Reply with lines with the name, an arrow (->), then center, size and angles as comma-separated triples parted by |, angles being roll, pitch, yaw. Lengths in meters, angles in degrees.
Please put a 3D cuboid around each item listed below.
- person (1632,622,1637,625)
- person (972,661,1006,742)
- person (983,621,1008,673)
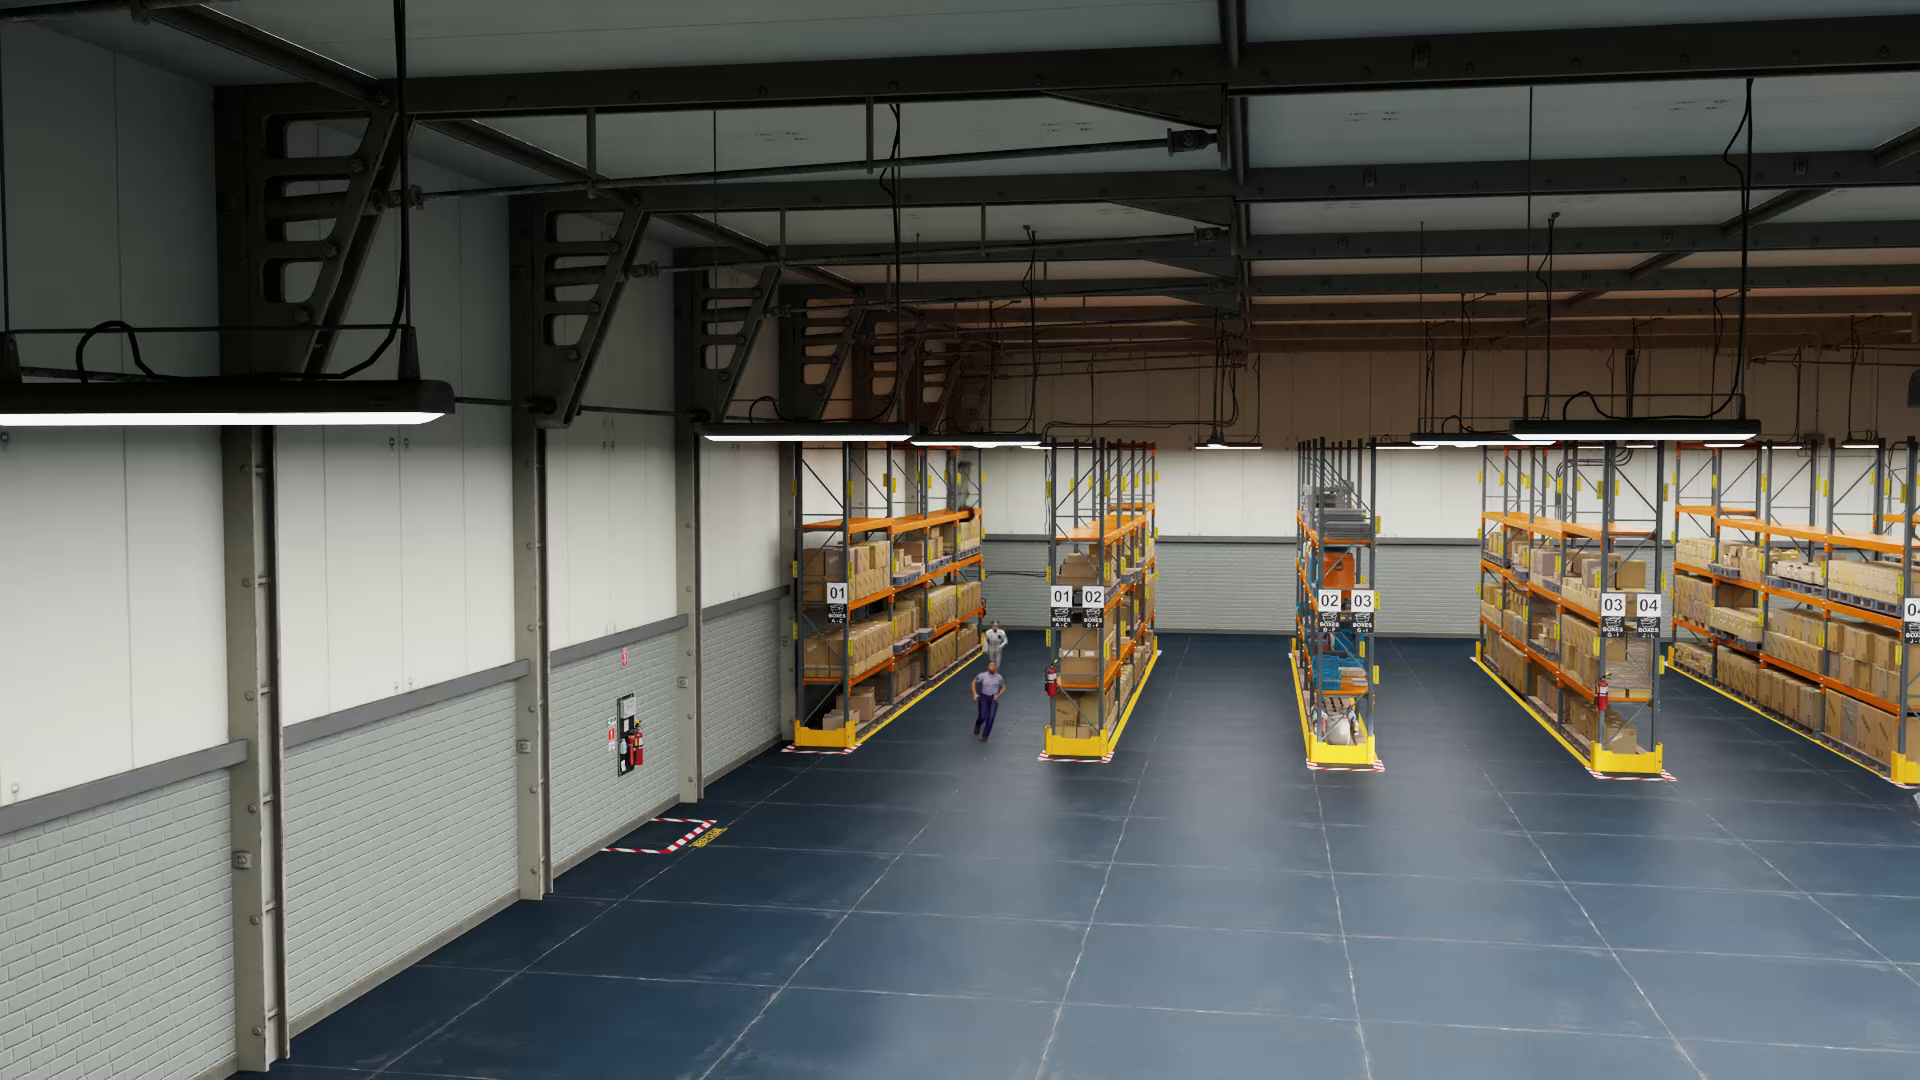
person -> 17.401, 2.651, 42.475 | 0.701, 1.751, 1.042 | 1, 3, 11
person -> 0.588, 3.199, 32.992 | 0.663, 1.574, 0.523 | -1, 3, -11
person -> 0.869, 2.768, 41.014 | 0.608, 1.619, 0.691 | 0, 3, 1
